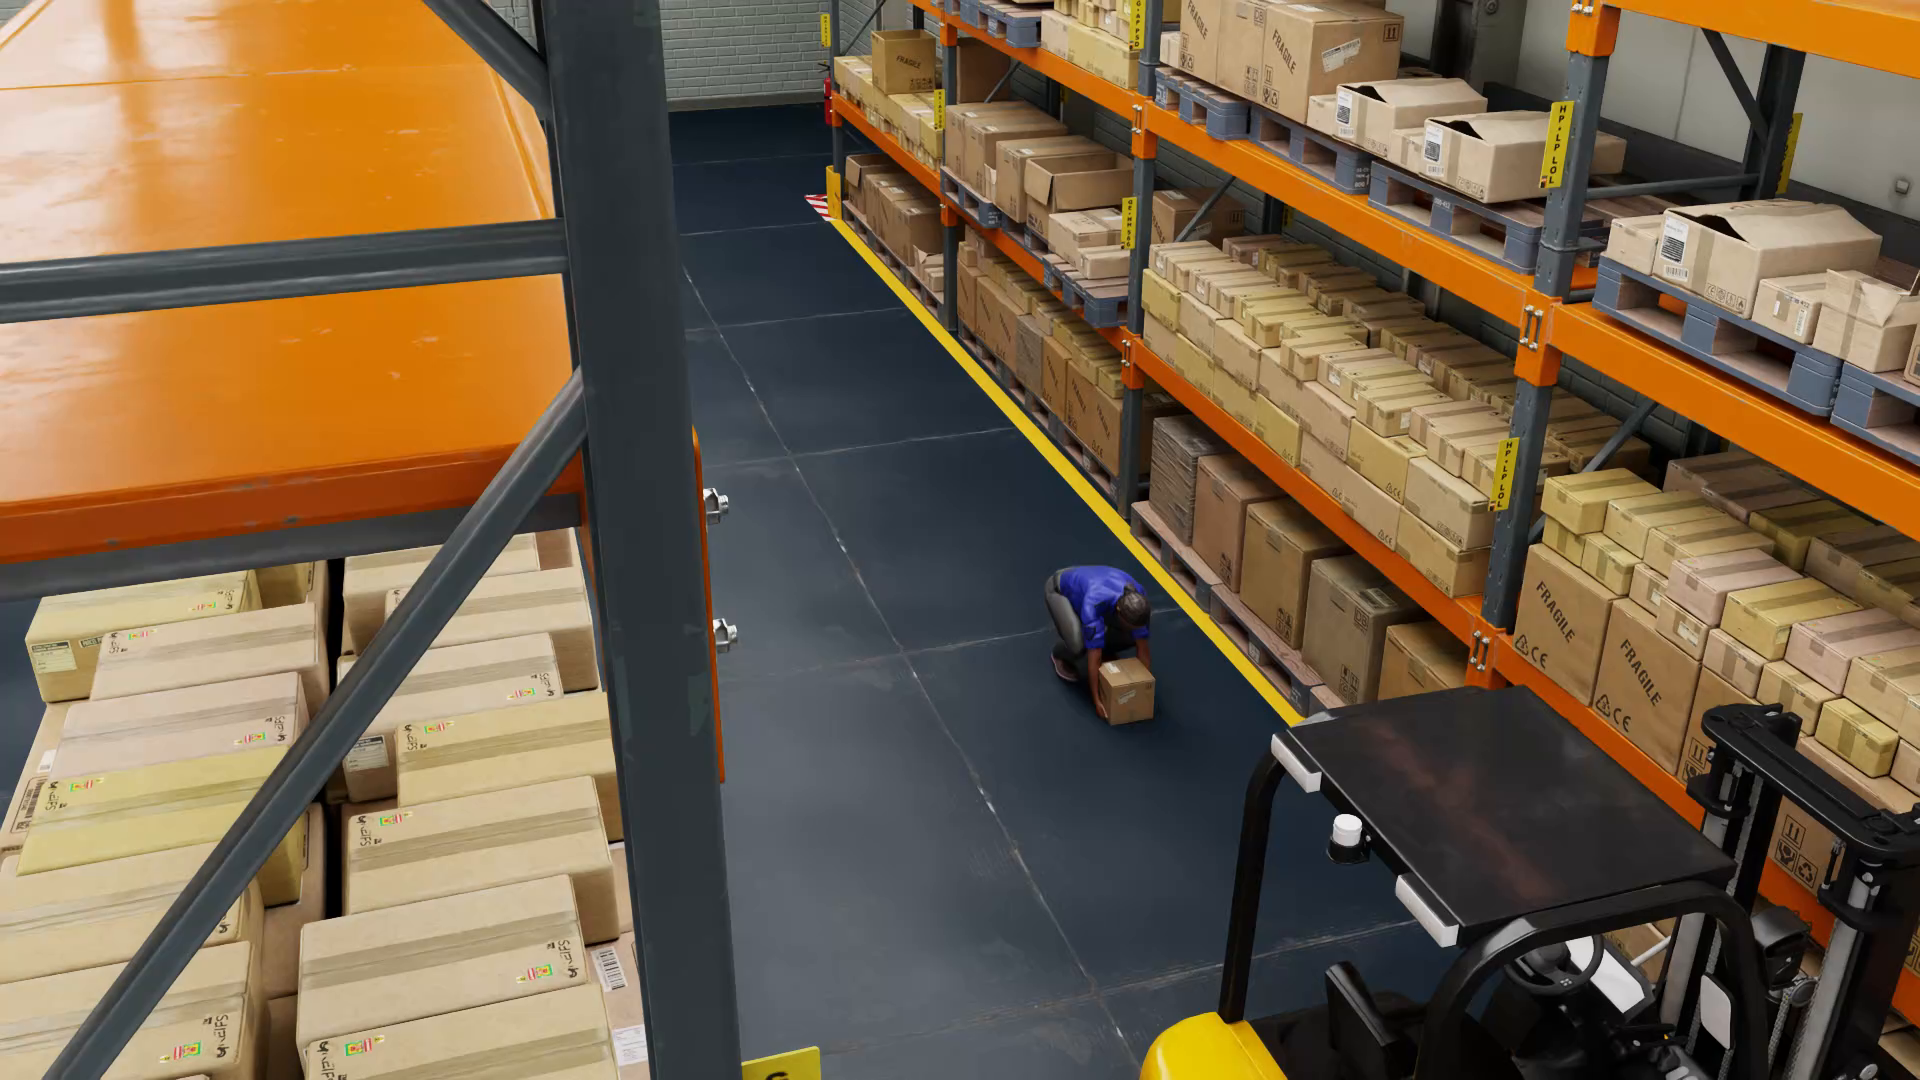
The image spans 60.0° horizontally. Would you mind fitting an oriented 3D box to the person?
[{"bbox_3d":[0.735,-0.007,9.125,0.464,1.662,0.443,-9,28,-18],"label":"person"}]
